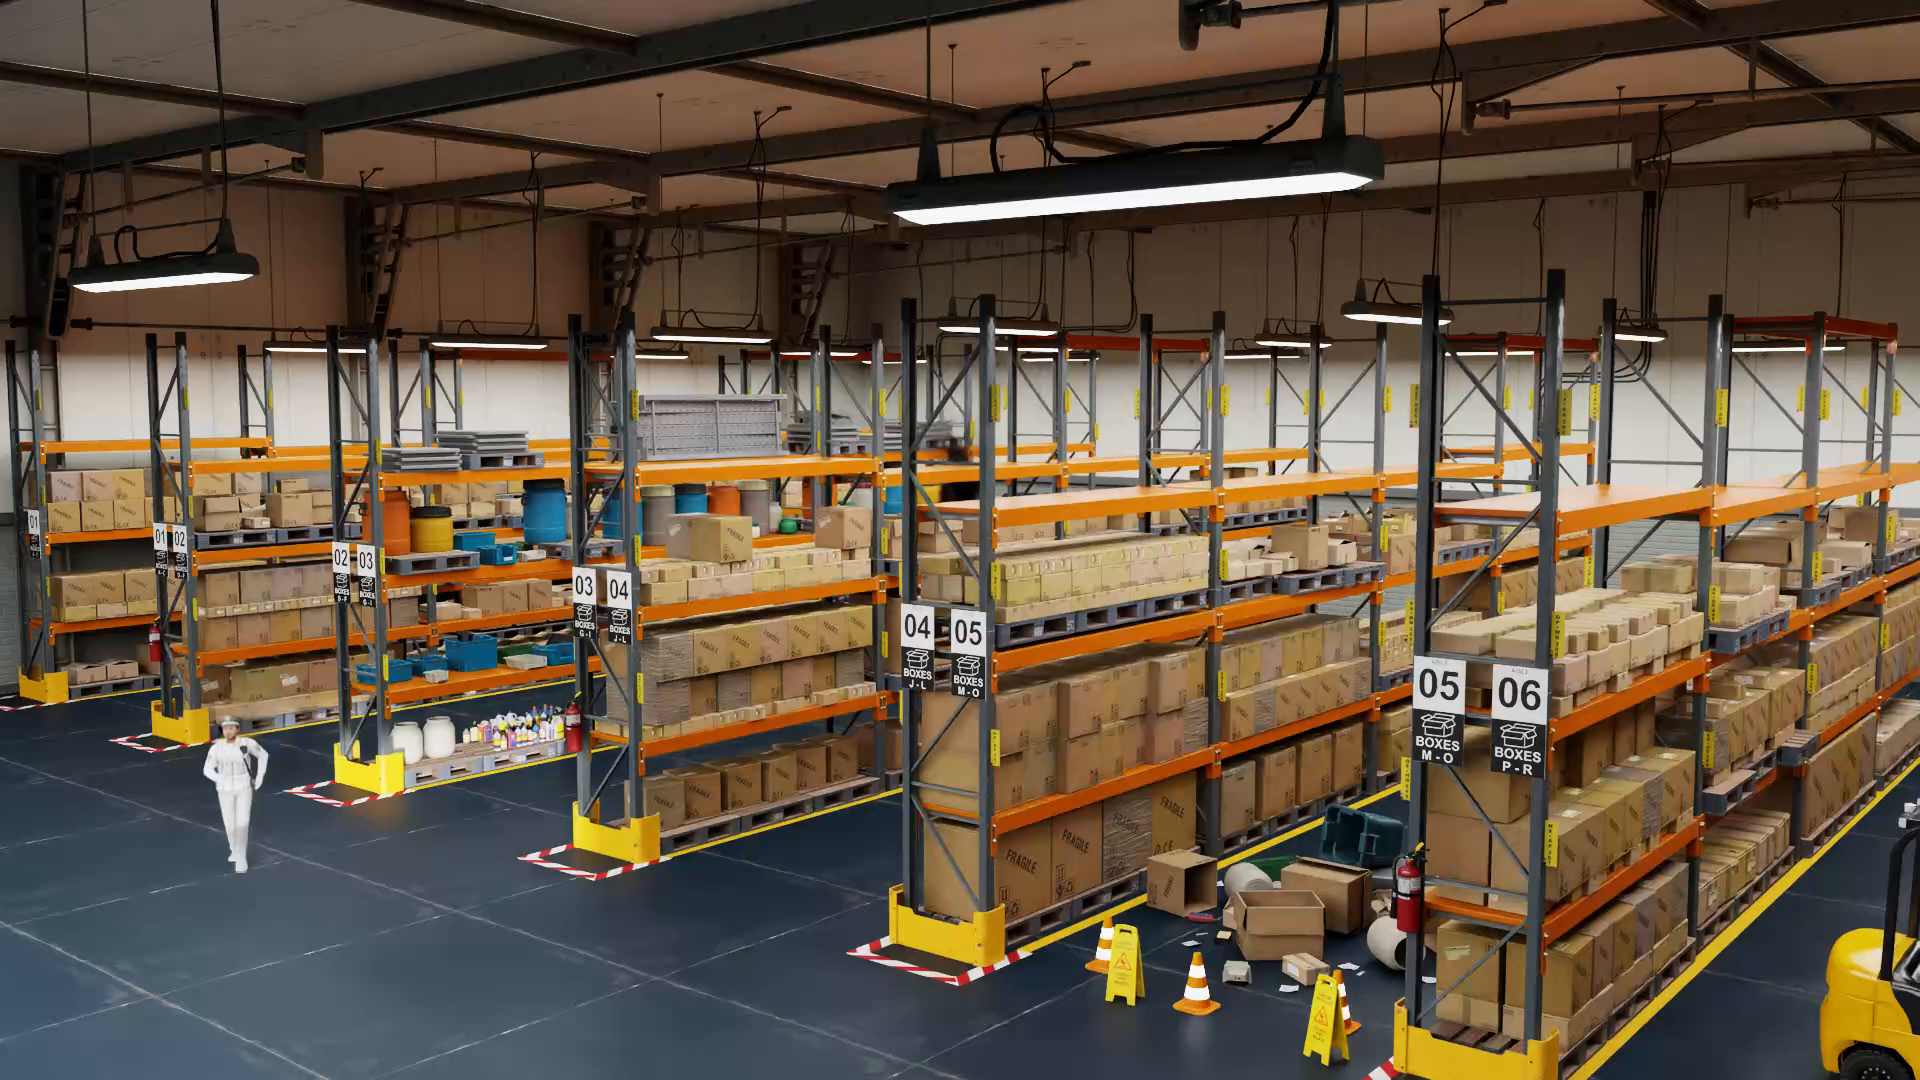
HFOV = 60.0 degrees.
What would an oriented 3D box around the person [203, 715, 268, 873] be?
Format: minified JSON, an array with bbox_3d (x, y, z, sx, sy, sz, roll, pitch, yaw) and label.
[{"bbox_3d":[-7.819,2.724,17.949,0.616,1.716,0.683,-1,5,-13],"label":"person"}]
